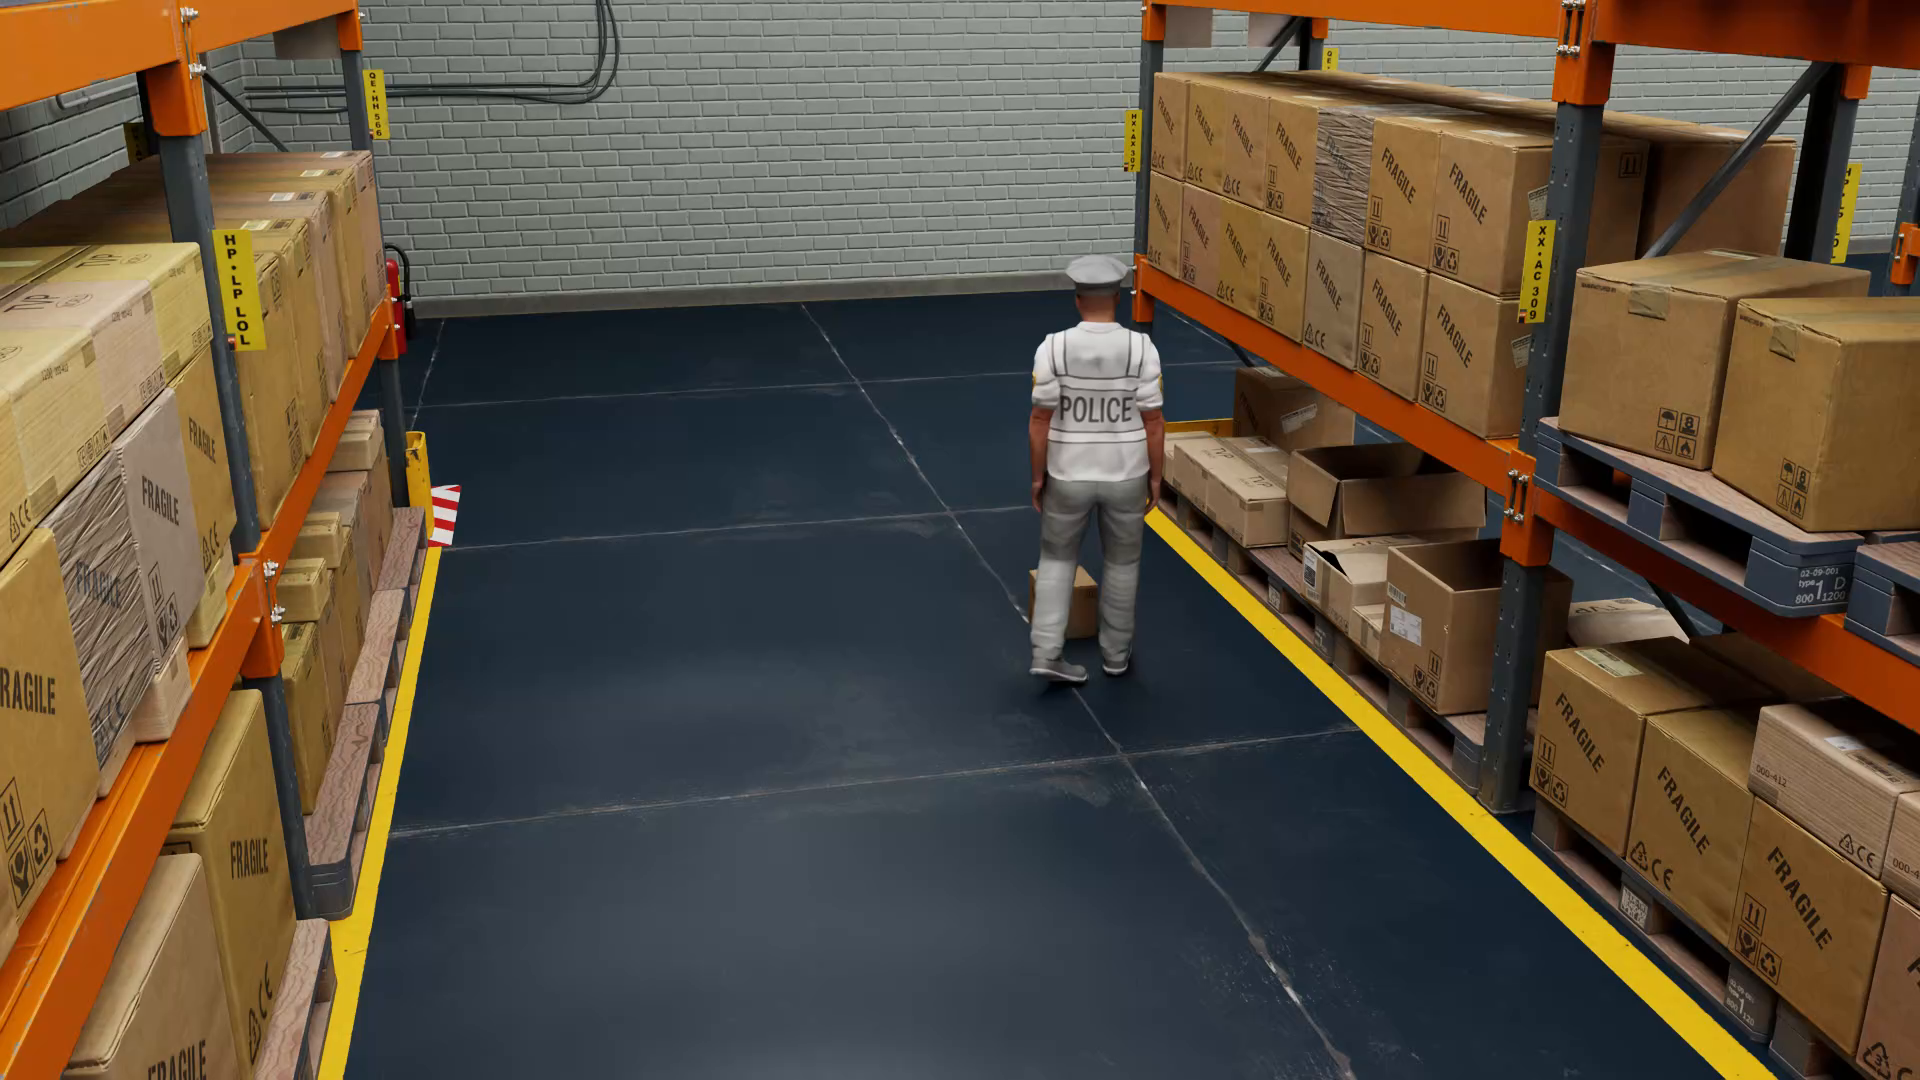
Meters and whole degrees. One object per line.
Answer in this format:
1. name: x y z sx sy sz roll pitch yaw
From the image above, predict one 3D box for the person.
1. person: 0.553 -0.268 6.797 0.547 1.777 0.522 2 20 4
